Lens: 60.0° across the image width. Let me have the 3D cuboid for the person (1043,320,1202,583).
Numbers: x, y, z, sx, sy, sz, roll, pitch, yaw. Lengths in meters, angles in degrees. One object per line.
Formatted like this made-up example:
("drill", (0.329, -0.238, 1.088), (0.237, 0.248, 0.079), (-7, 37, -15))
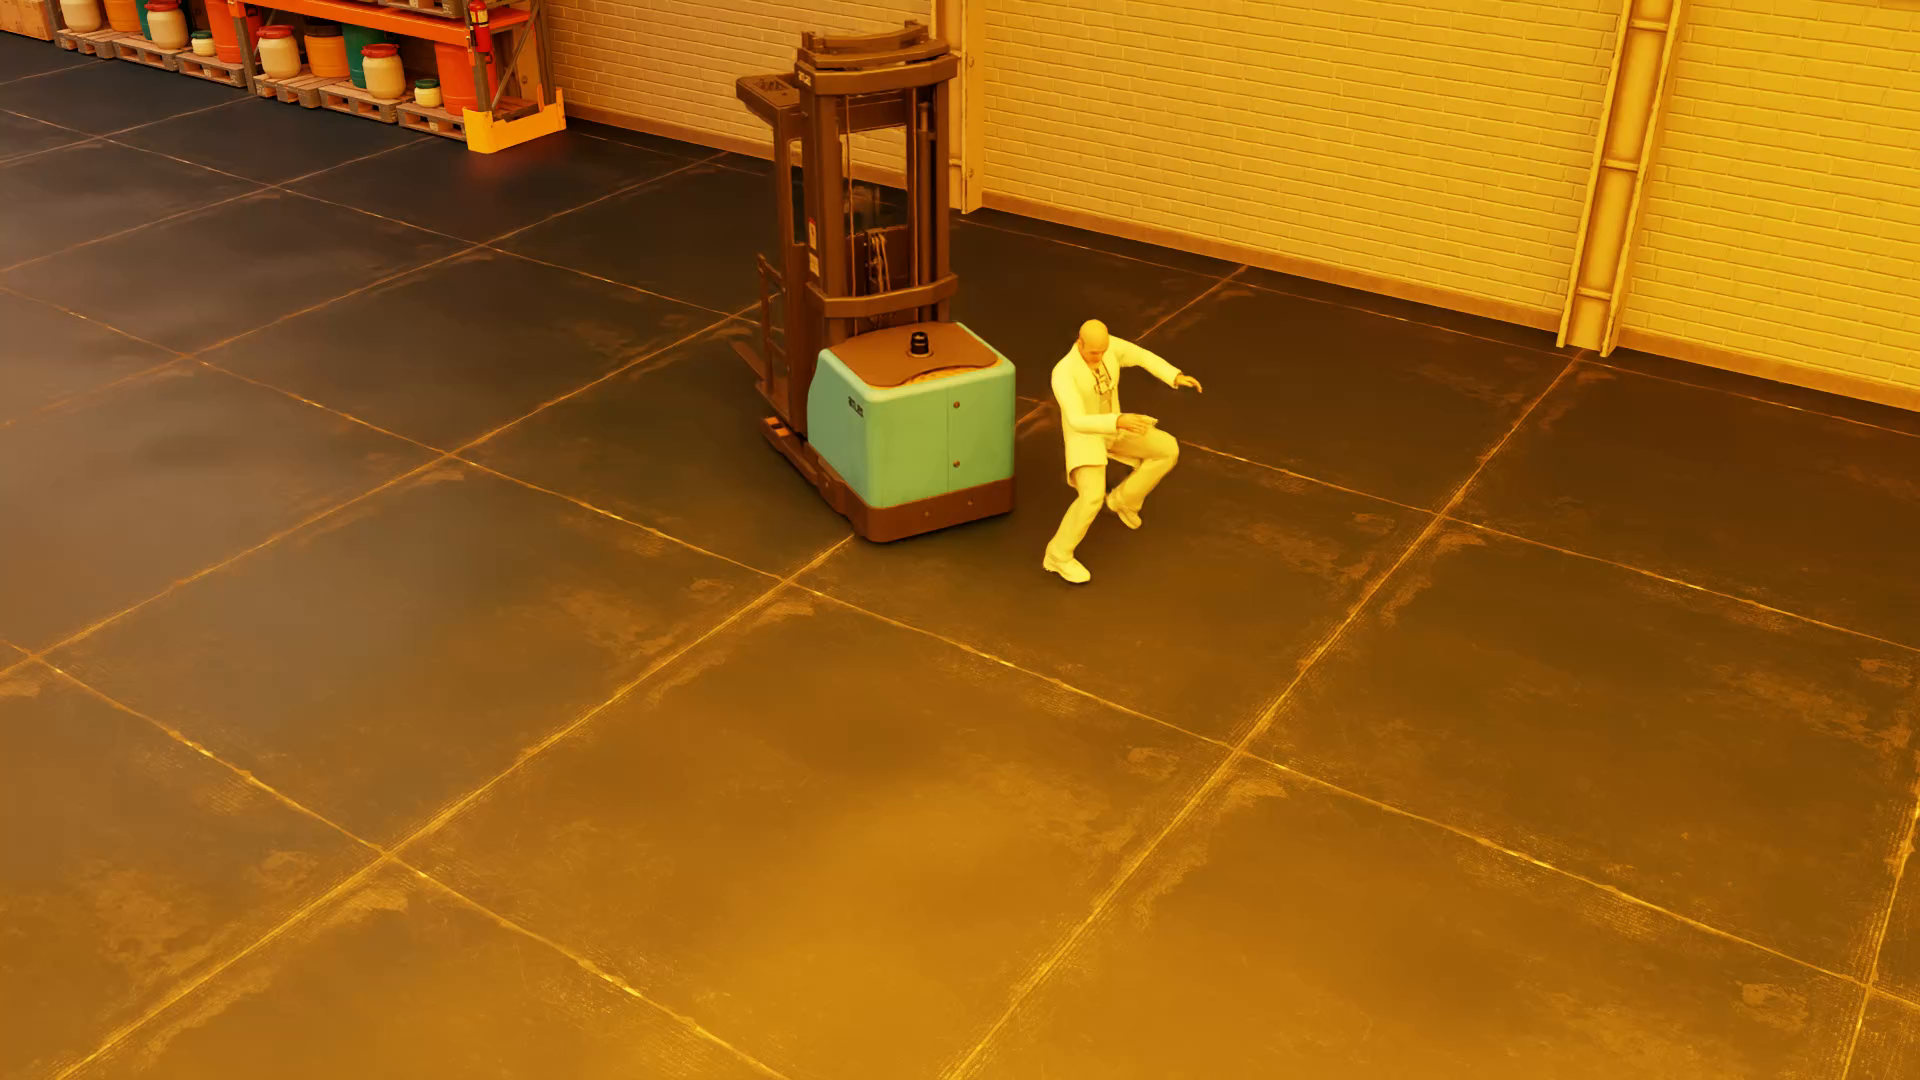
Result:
("person", (0.937, -0.594, 10.011), (0.957, 1.513, 0.820), (-22, 37, -33))

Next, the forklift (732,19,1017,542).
("forklift", (-0.753, -1.969, 10.971), (1.130, 2.935, 3.031), (-14, 33, -23))
